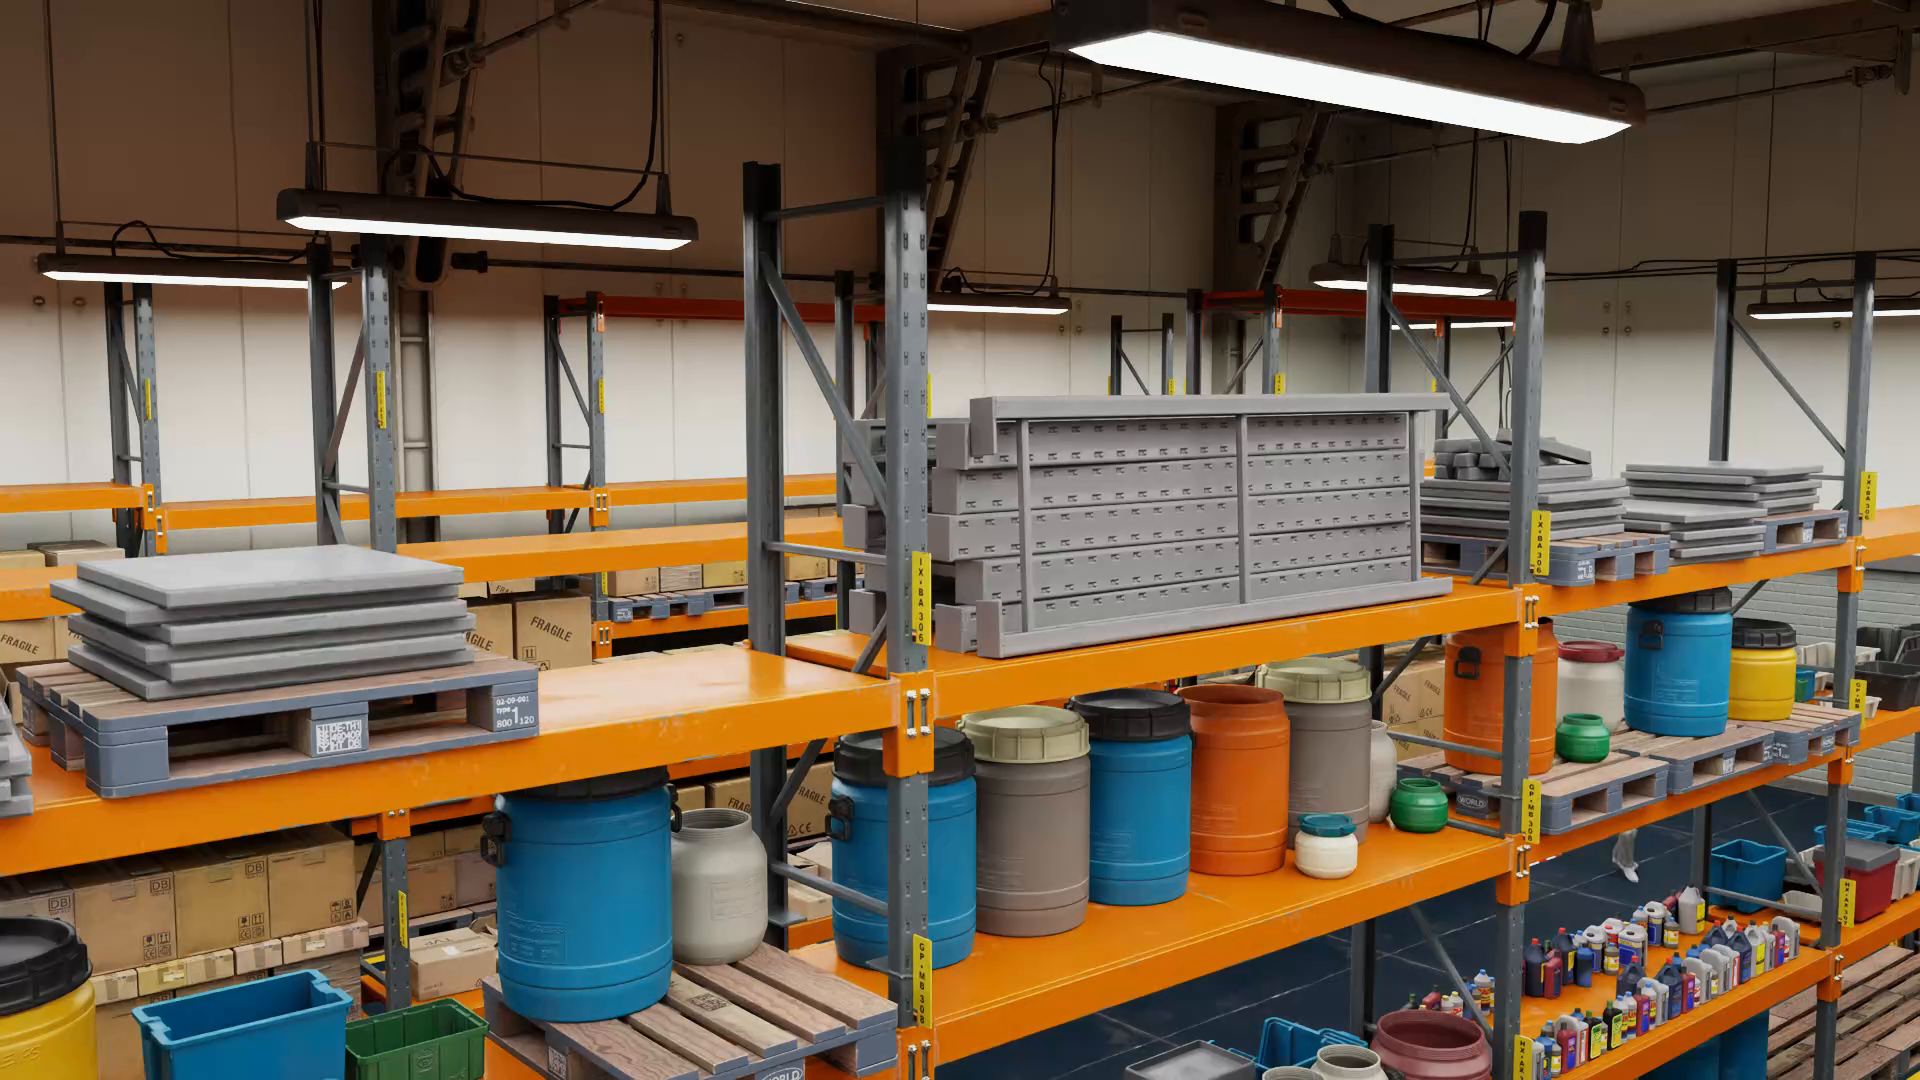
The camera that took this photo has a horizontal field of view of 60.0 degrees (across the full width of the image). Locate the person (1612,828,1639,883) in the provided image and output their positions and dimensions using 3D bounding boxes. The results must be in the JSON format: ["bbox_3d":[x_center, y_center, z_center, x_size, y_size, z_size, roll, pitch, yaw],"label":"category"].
[{"bbox_3d":[6.817,2.696,17.264,0.631,1.654,0.665,-1,6,-10],"label":"person"}]
